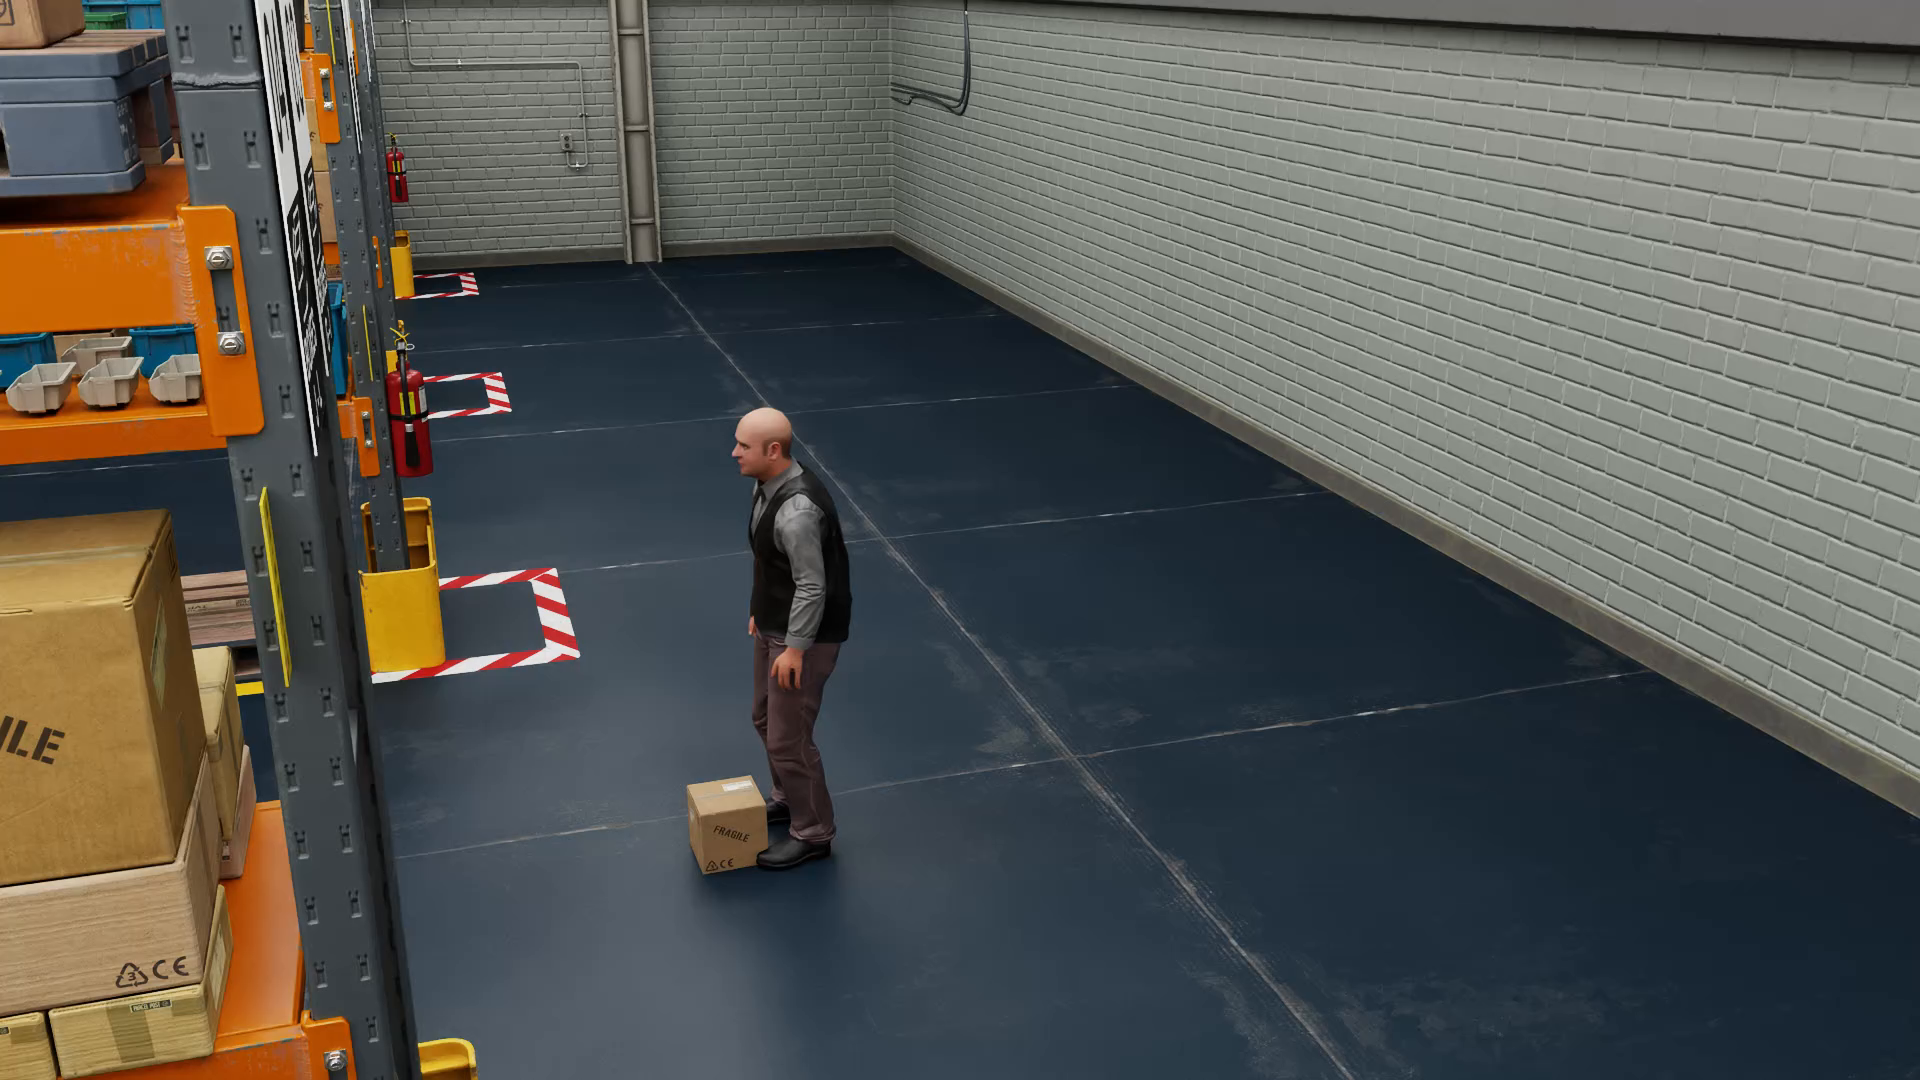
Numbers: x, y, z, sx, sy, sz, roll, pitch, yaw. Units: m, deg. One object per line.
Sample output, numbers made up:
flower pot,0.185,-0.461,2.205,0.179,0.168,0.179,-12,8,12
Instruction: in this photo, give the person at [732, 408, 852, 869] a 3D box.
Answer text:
person,-0.614,0.342,6.113,0.418,1.721,0.581,-6,20,-17
